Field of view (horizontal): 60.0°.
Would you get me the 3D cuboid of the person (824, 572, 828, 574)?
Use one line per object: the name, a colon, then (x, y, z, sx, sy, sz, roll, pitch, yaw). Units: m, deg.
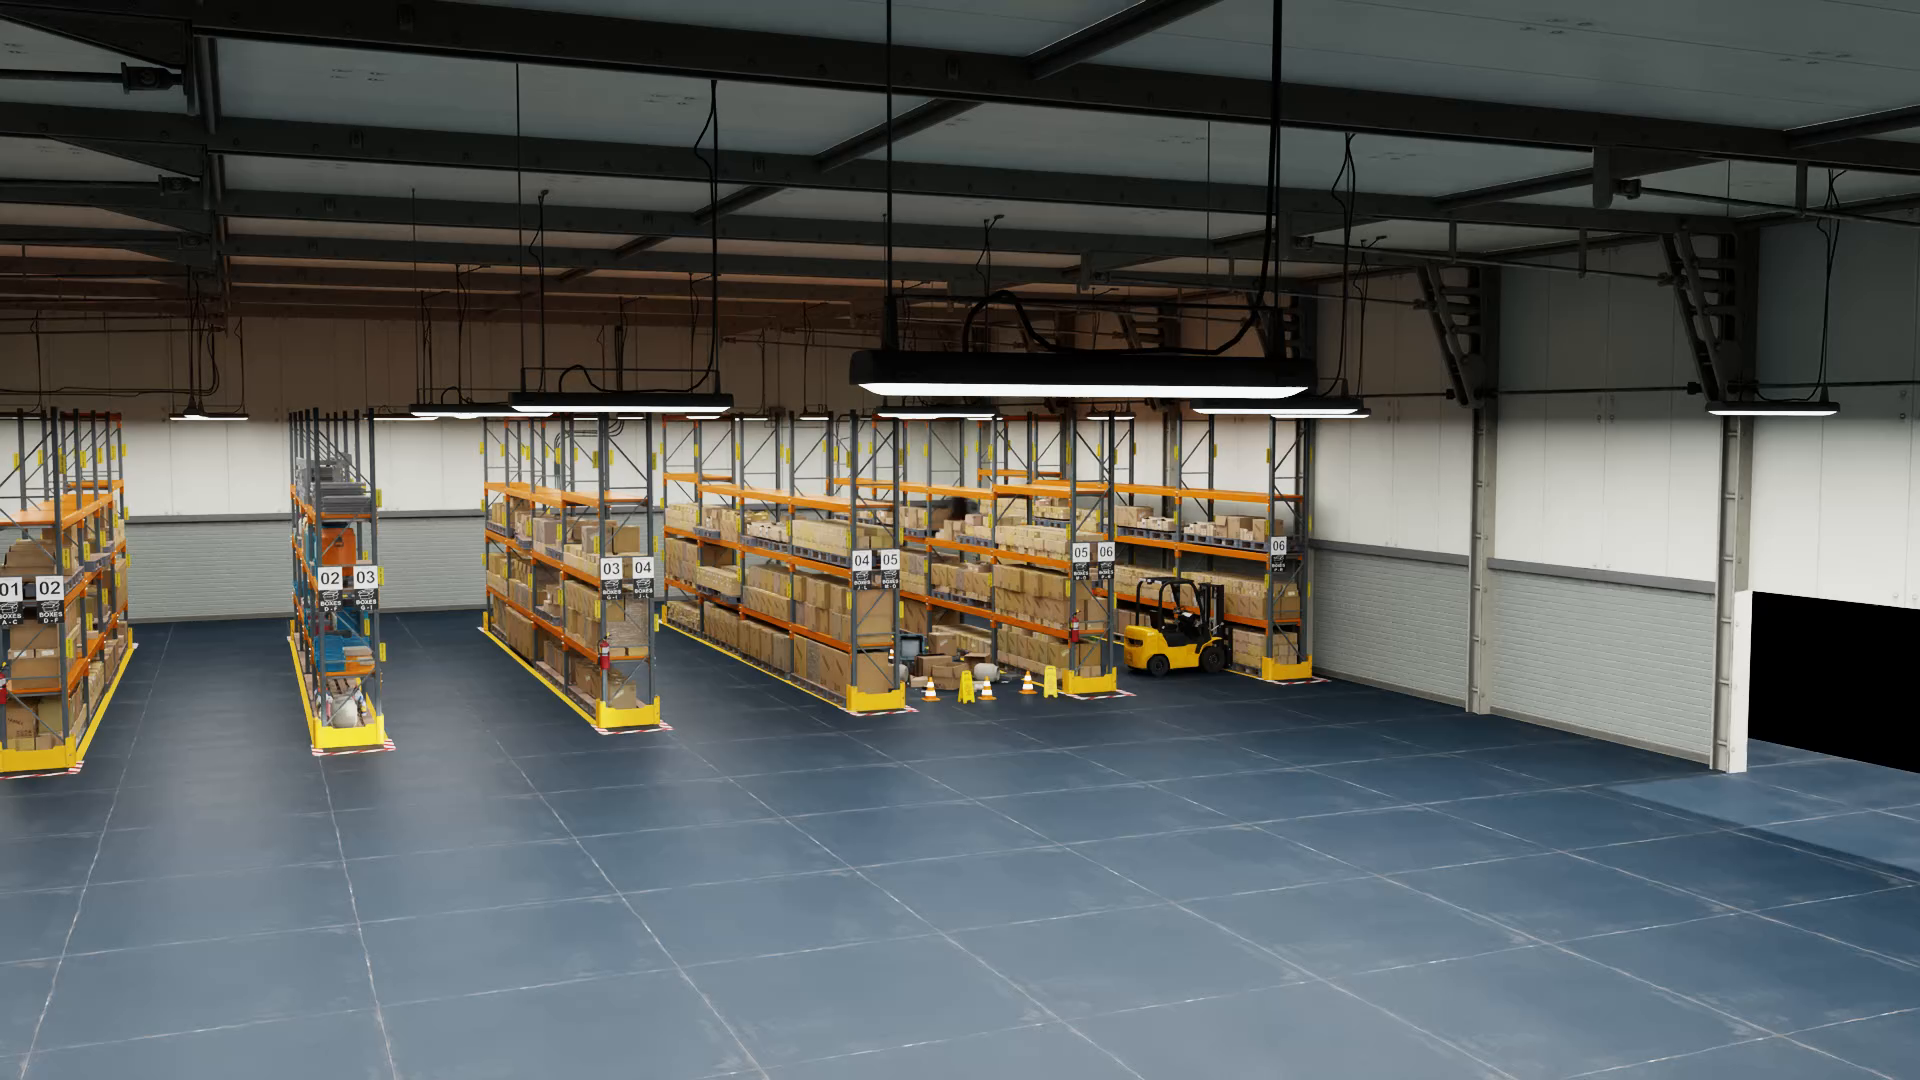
person: (-3.275, 1.628, 41.676, 0.636, 1.757, 0.474, 3, 5, 39)

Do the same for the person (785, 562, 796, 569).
person: (-5.250, 1.294, 51.445, 0.521, 1.614, 1.042, -1, 4, -8)

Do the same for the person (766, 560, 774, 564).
person: (-5.508, 1.466, 48.117, 0.618, 1.772, 0.401, 3, 5, 38)
